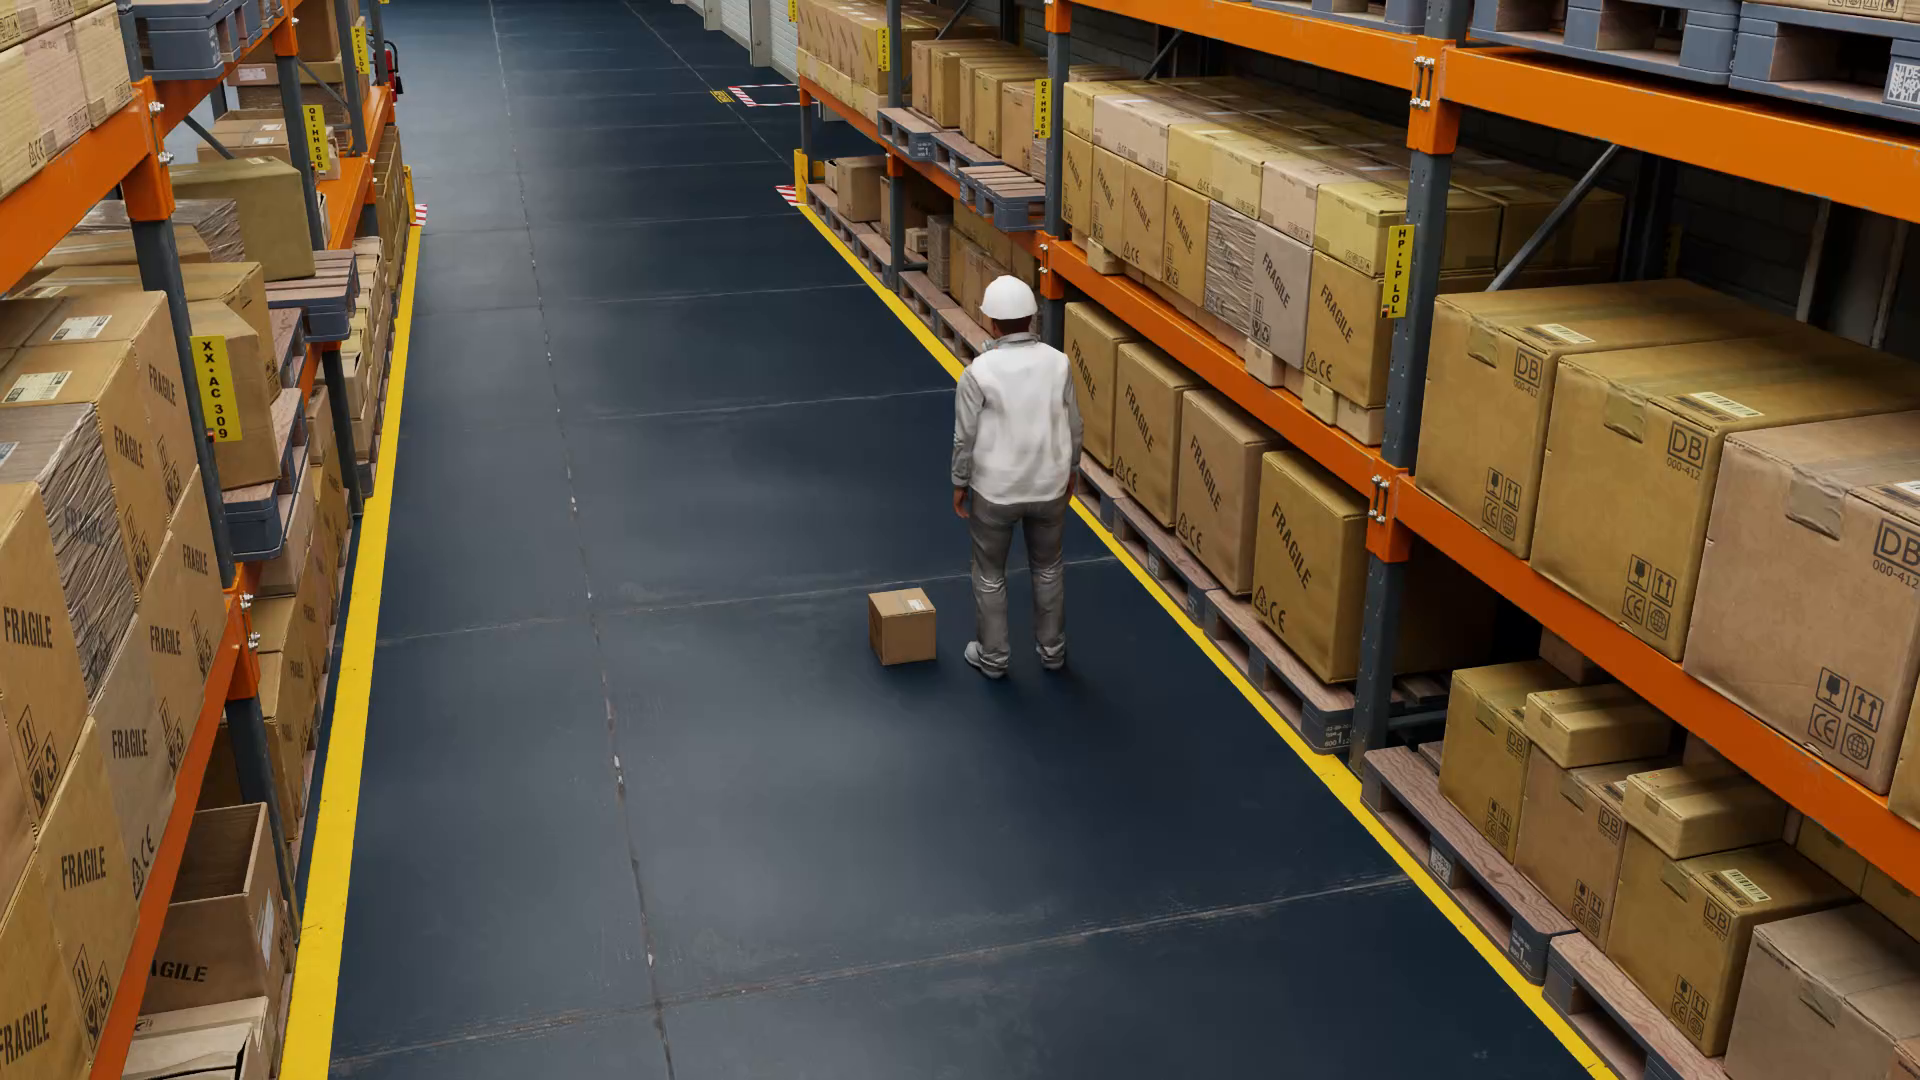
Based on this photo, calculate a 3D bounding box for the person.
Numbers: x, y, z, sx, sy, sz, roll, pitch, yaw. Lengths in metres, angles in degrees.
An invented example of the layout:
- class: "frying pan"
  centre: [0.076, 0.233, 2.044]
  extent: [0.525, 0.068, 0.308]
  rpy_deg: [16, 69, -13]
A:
- class: "person"
  centre: [0.242, -0.251, 7.162]
  extent: [0.579, 1.767, 0.461]
  rpy_deg: [-7, 24, -15]
